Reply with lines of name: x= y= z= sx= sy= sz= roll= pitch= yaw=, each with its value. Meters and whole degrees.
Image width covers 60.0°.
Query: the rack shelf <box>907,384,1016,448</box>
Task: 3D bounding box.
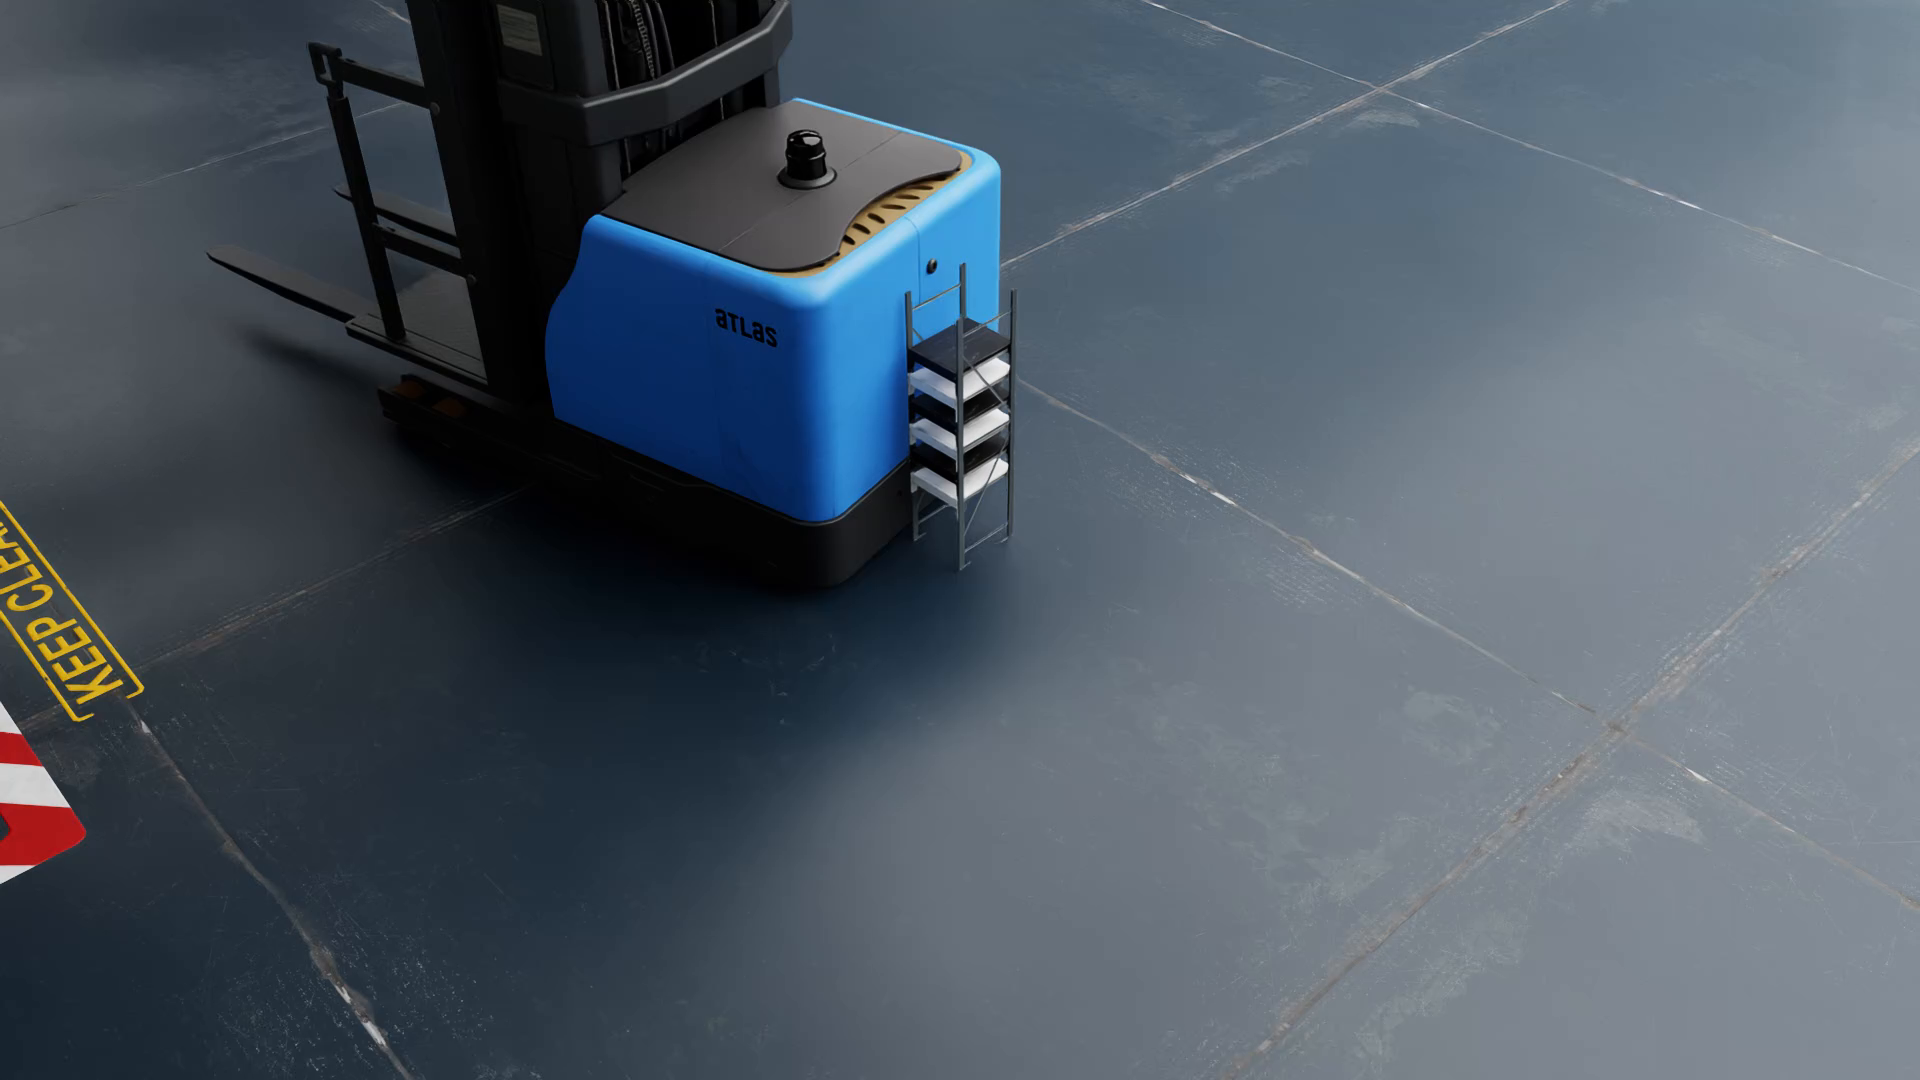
rack shelf: x=0.006 y=-0.398 z=4.934 sx=0.200 sy=0.077 sz=0.258 roll=32 pitch=49 yaw=33

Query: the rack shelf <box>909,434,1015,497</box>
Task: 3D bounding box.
rack shelf: x=0.007 y=-0.258 z=5.048 sx=0.200 sy=0.077 sz=0.258 roll=32 pitch=49 yaw=33

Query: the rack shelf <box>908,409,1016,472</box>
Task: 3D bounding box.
rack shelf: x=0.006 y=-0.328 z=4.991 sx=0.200 sy=0.077 sz=0.258 roll=32 pitch=49 yaw=33

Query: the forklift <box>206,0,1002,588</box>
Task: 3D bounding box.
forklift: x=-1.378 y=-1.708 z=5.031 sx=3.031 sy=2.935 sz=1.130 roll=22 pitch=44 yaw=25

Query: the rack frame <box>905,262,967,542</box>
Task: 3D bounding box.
rack frame: x=-0.066 y=-0.398 z=5.026 sx=0.006 sy=0.900 sz=0.240 roll=32 pitch=49 yaw=33

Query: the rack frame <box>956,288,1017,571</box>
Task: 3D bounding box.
rack frame: x=0.078 y=-0.309 z=4.914 sx=0.006 sy=0.900 sz=0.240 roll=32 pitch=49 yaw=33

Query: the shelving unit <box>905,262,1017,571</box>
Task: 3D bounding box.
shelving unit: x=0.006 y=-0.354 z=4.970 sx=0.210 sy=0.900 sz=0.258 roll=32 pitch=49 yaw=33

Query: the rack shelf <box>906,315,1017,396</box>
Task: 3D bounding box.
rack shelf: x=0.005 y=-0.537 z=4.821 sx=0.200 sy=0.077 sz=0.258 roll=32 pitch=49 yaw=33

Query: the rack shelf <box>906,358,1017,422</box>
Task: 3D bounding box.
rack shelf: x=0.005 y=-0.468 z=4.877 sx=0.200 sy=0.077 sz=0.258 roll=32 pitch=49 yaw=33

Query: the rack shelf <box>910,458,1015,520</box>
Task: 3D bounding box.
rack shelf: x=0.007 y=-0.188 z=5.104 sx=0.200 sy=0.077 sz=0.258 roll=32 pitch=49 yaw=33
